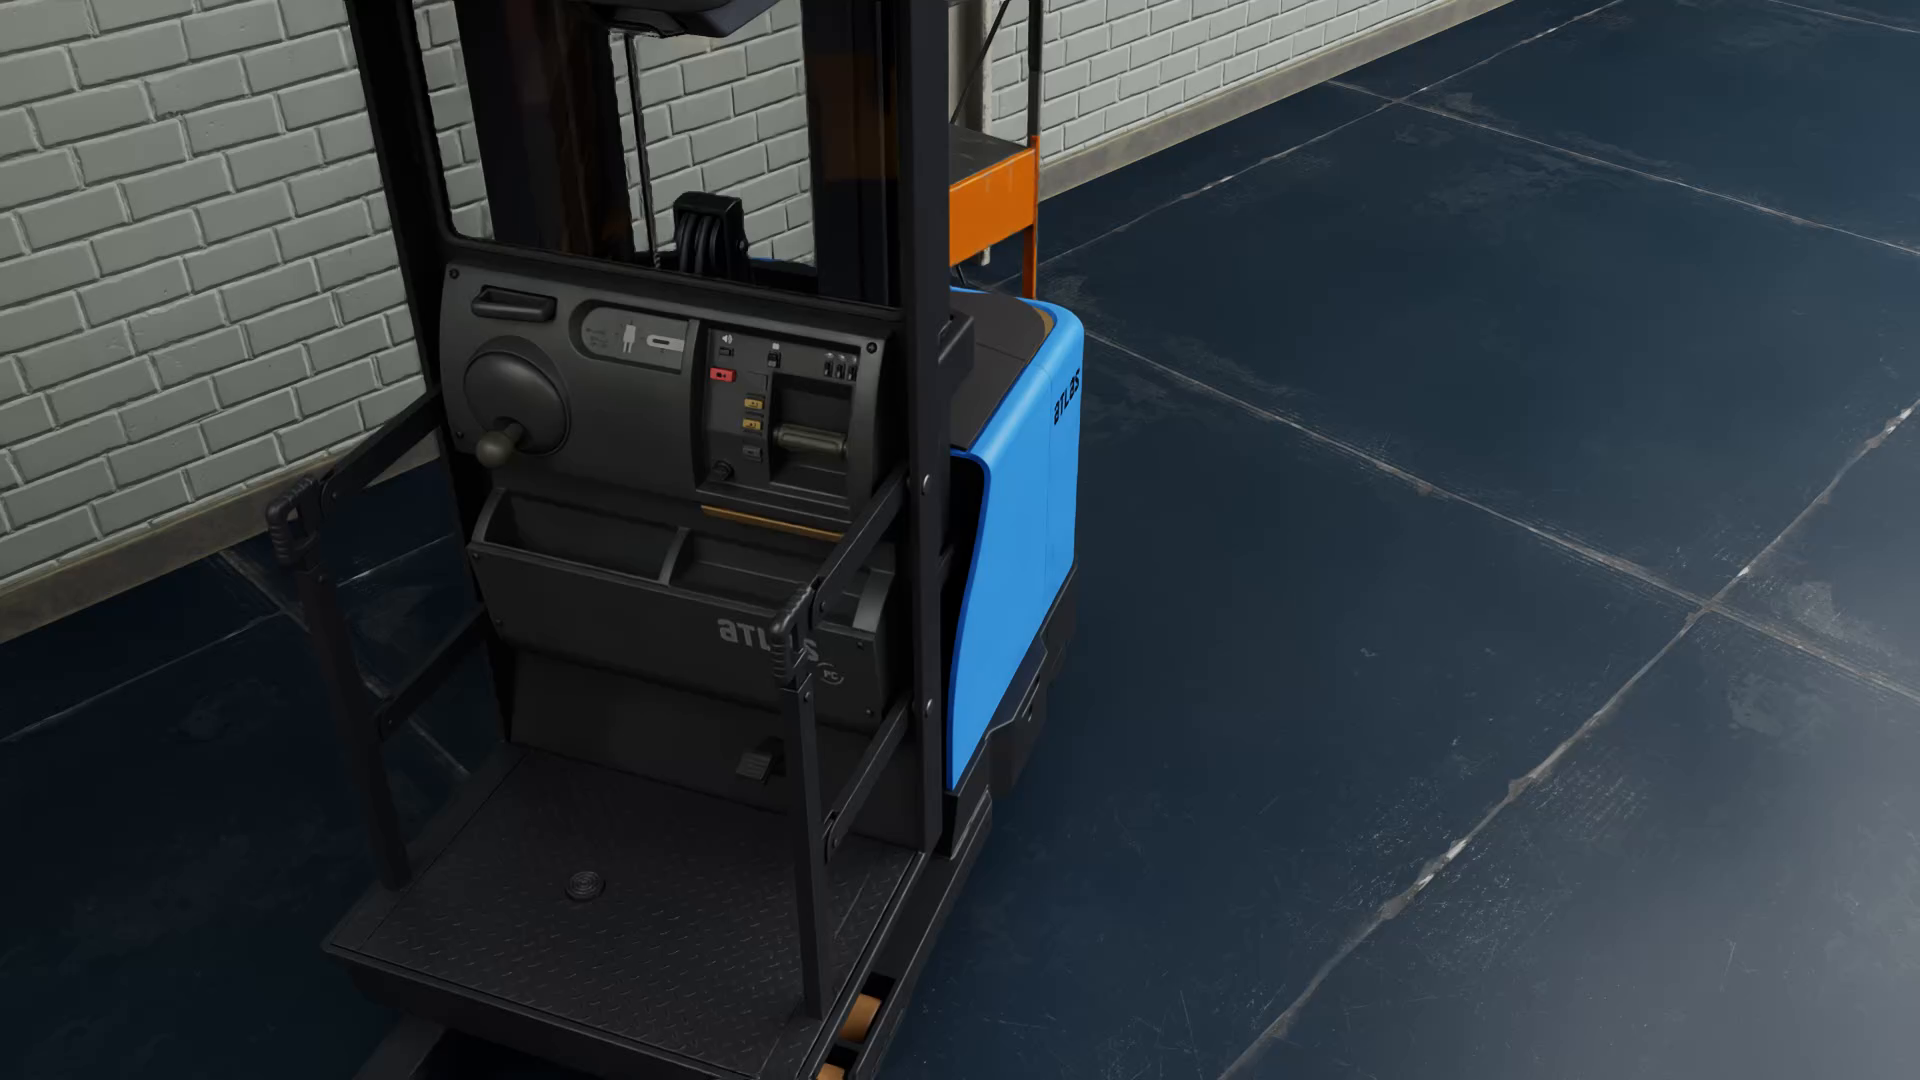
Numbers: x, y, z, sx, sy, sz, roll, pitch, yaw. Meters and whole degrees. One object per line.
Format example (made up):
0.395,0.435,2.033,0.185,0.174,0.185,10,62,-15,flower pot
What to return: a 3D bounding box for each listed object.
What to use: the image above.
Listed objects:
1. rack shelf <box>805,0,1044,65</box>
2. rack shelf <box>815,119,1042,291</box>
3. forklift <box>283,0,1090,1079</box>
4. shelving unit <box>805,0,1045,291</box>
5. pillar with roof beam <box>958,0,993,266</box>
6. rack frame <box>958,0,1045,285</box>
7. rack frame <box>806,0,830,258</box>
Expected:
-0.085,-1.471,4.323,0.431,0.518,0.480,24,41,30,rack shelf
-0.085,-0.896,4.724,0.431,0.518,0.480,24,41,30,rack shelf
-0.635,-0.246,3.041,1.130,2.935,3.031,12,37,16,forklift
-0.085,-0.908,4.716,0.431,2.100,0.503,24,41,30,shelving unit
2.936,-3.092,1.818,9.100,9.000,0.400,30,45,35,pillar with roof beam
0.064,-1.018,4.874,0.400,2.100,0.015,24,41,30,rack frame
-0.234,-0.797,4.557,0.400,2.100,0.015,24,41,30,rack frame
